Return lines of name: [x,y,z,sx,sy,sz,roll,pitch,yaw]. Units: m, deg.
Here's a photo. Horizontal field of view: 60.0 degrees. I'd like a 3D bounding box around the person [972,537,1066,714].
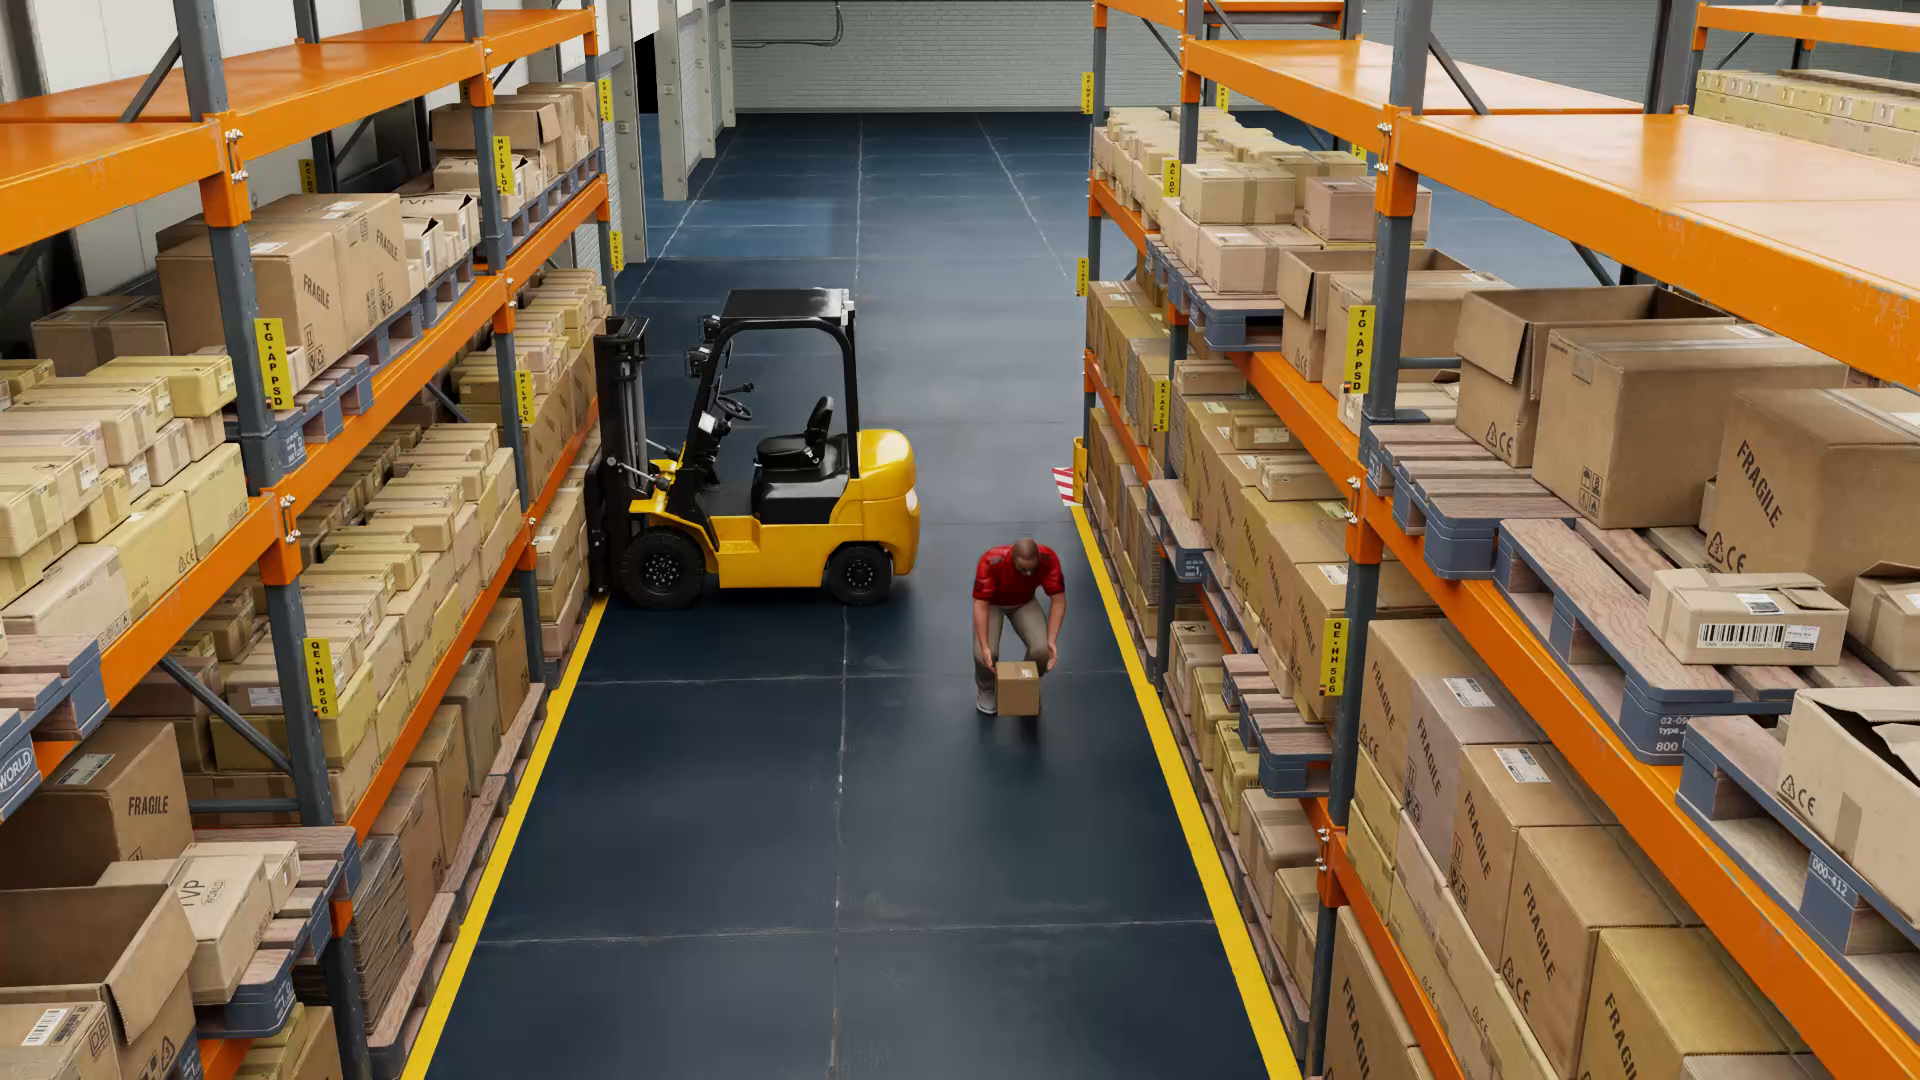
person: [0.353,0.484,10.481,0.587,1.255,0.778,-2,20,-5]
